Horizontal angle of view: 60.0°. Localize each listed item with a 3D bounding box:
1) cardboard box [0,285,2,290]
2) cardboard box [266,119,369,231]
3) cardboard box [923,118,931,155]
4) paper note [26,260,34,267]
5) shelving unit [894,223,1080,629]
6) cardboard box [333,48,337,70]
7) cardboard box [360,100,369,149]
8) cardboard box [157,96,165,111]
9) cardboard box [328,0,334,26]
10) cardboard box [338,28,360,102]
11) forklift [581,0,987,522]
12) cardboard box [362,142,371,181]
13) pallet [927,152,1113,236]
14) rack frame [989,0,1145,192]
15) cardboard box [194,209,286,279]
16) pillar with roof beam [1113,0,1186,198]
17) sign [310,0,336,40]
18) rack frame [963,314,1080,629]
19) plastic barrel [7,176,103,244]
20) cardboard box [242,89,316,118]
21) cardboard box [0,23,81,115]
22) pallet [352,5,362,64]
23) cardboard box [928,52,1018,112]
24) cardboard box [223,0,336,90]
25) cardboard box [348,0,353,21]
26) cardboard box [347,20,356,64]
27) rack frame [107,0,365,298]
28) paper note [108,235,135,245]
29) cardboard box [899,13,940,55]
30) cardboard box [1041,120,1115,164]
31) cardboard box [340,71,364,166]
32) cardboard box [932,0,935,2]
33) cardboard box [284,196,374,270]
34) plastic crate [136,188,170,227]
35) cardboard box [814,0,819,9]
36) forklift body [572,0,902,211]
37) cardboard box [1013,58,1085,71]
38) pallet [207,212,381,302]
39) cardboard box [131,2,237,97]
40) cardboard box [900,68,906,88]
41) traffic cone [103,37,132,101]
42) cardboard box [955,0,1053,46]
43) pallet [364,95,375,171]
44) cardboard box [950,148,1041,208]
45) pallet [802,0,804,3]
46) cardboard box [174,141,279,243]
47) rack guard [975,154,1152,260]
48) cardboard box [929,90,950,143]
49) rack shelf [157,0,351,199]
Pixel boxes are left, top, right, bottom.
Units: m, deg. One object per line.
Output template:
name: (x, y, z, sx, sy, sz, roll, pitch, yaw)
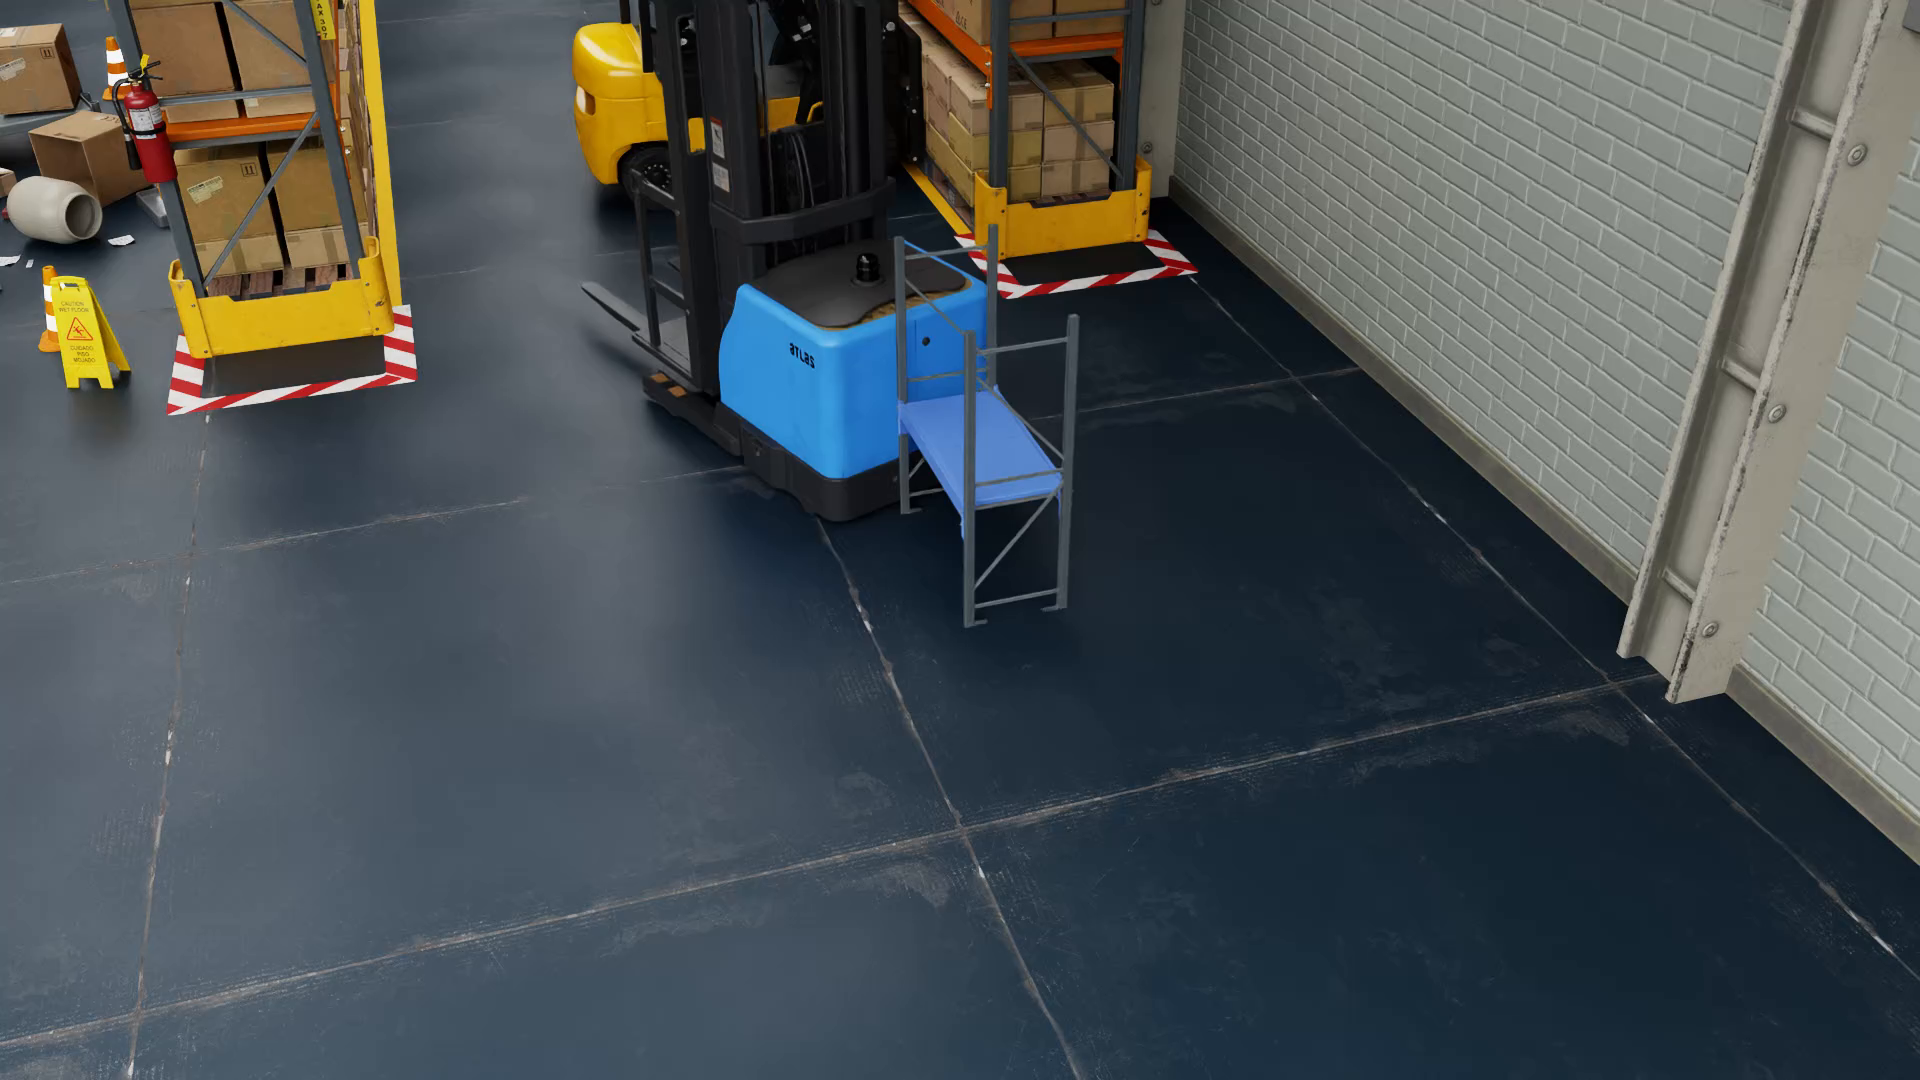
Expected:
cardboard box: (-6.365, -1.628, 10.578, 0.380, 0.149, 0.250, 7, 34, 10)
cardboard box: (-4.032, -2.292, 10.431, 0.500, 0.500, 0.500, -11, 35, -16)
cardboard box: (-0.046, -3.054, 12.264, 0.500, 0.250, 0.500, -10, 35, -14)
paper note: (-6.160, -1.832, 11.013, 0.032, 0.001, 0.123, -10, 35, -15)
shelving unit: (0.098, -0.536, 7.701, 0.538, 1.500, 1.048, -10, 35, -15)
cardboard box: (-4.076, -3.002, 10.299, 0.380, 0.149, 0.250, -9, 35, -14)
cardboard box: (-4.653, -3.054, 12.264, 0.500, 0.250, 0.500, -11, 35, -16)
cardboard box: (-4.542, -2.639, 9.751, 0.380, 0.149, 0.250, -10, 35, -15)
cardboard box: (-4.240, -3.469, 10.418, 0.500, 0.500, 0.500, -11, 35, -16)
cardboard box: (-4.669, -3.378, 12.074, 0.500, 0.500, 0.500, -9, 35, -14)
forklift: (-1.139, -2.065, 8.717, 1.130, 2.935, 3.031, -23, 40, -31)
cardboard box: (-4.351, -2.521, 11.457, 0.500, 0.250, 0.500, -8, 34, -12)
pallet: (0.411, -2.537, 11.898, 1.003, 0.211, 1.213, -10, 35, -15)
rack frame: (0.684, -3.306, 10.532, 1.000, 3.000, 0.127, -10, 35, -15)
cardboard box: (-4.552, -1.889, 10.501, 0.500, 0.250, 0.500, -10, 35, -15)
pillar with roof beam: (-2.769, -5.602, 8.565, 9.100, 9.000, 0.400, -10, 35, -15)
sign: (-3.525, -2.922, 9.165, 0.100, 0.325, 0.005, -10, 35, -15)
rack frame: (0.258, -0.270, 7.299, 0.500, 1.500, 0.032, -10, 35, -15)
plastic barrel: (-6.113, -2.224, 11.232, 0.512, 0.421, 0.421, 13, 36, 18)
cardboard box: (-3.948, -2.577, 9.658, 0.380, 0.149, 0.250, -10, 35, -15)
cardboard box: (-6.948, -3.527, 12.447, 0.500, 0.500, 0.500, -10, 35, -15)
pallet: (-5.876, -4.456, 14.802, 1.003, 0.211, 1.213, -10, 35, -15)
cardboard box: (0.086, -3.207, 11.589, 0.500, 0.250, 0.500, -9, 35, -14)
cardboard box: (-3.922, -2.930, 9.603, 0.500, 0.500, 0.500, -11, 35, -15)
cardboard box: (-5.860, -4.665, 14.591, 0.950, 0.372, 0.625, -9, 34, -13)
cardboard box: (-5.424, -3.923, 13.469, 0.950, 0.372, 0.625, -10, 35, -14)
rack frame: (-4.042, -2.469, 9.266, 1.000, 3.000, 0.127, -10, 35, -15)
paper note: (-5.705, -2.043, 11.314, 0.142, 0.019, 0.148, -23, 40, -31)
cardboard box: (-0.225, -3.738, 12.392, 0.500, 0.250, 0.500, -11, 35, -16)
cardboard box: (0.739, -2.824, 11.463, 0.500, 0.250, 0.500, -9, 35, -14)
cardboard box: (-4.341, -2.831, 11.246, 0.500, 0.500, 0.500, -9, 35, -14)
cardboard box: (-0.022, -4.105, 11.650, 0.500, 0.500, 0.500, -11, 35, -16)
cardboard box: (-4.024, -1.967, 10.619, 0.500, 0.250, 0.500, -10, 35, -15)
plastic crate: (-5.564, -2.389, 11.793, 0.402, 0.080, 0.583, -23, 40, -31)
cardboard box: (-0.935, -5.271, 15.279, 0.875, 0.625, 0.625, -10, 35, -15)
forklift body: (-1.631, -3.640, 11.808, 2.313, 2.155, 1.214, -10, 35, -15)
cardboard box: (0.562, -3.297, 11.725, 0.500, 0.250, 0.500, -10, 35, -15)
pallet: (-4.279, -1.778, 10.749, 1.003, 0.211, 1.213, -10, 35, -15)
cardboard box: (-4.469, -2.874, 9.517, 0.500, 0.500, 0.500, -11, 35, -16)
cardboard box: (-0.231, -3.541, 12.548, 0.500, 0.250, 0.500, -10, 35, -15)
traffic cone: (-6.973, -3.926, 13.772, 0.336, 0.463, 0.334, -10, 35, -15)
cardboard box: (0.284, -3.562, 10.829, 0.500, 0.500, 0.500, -11, 35, -16)
pallet: (-5.023, -3.059, 12.688, 1.003, 0.211, 1.213, -10, 35, -15)
cardboard box: (0.240, -2.527, 11.467, 0.500, 0.250, 0.500, -10, 35, -14)
pallet: (-1.173, -5.264, 16.025, 1.003, 0.211, 1.213, -10, 35, -15)
cardboard box: (-4.534, -2.187, 10.271, 0.500, 0.500, 0.500, -10, 35, -14)
rack guard: (0.692, -2.250, 11.202, 1.175, 0.500, 0.348, -10, 35, -15)
cardboard box: (0.096, -3.010, 11.745, 0.500, 0.250, 0.500, -10, 35, -15)
rack shelf: (-4.652, -3.219, 11.053, 1.077, 0.370, 4.000, -10, 35, -15)
